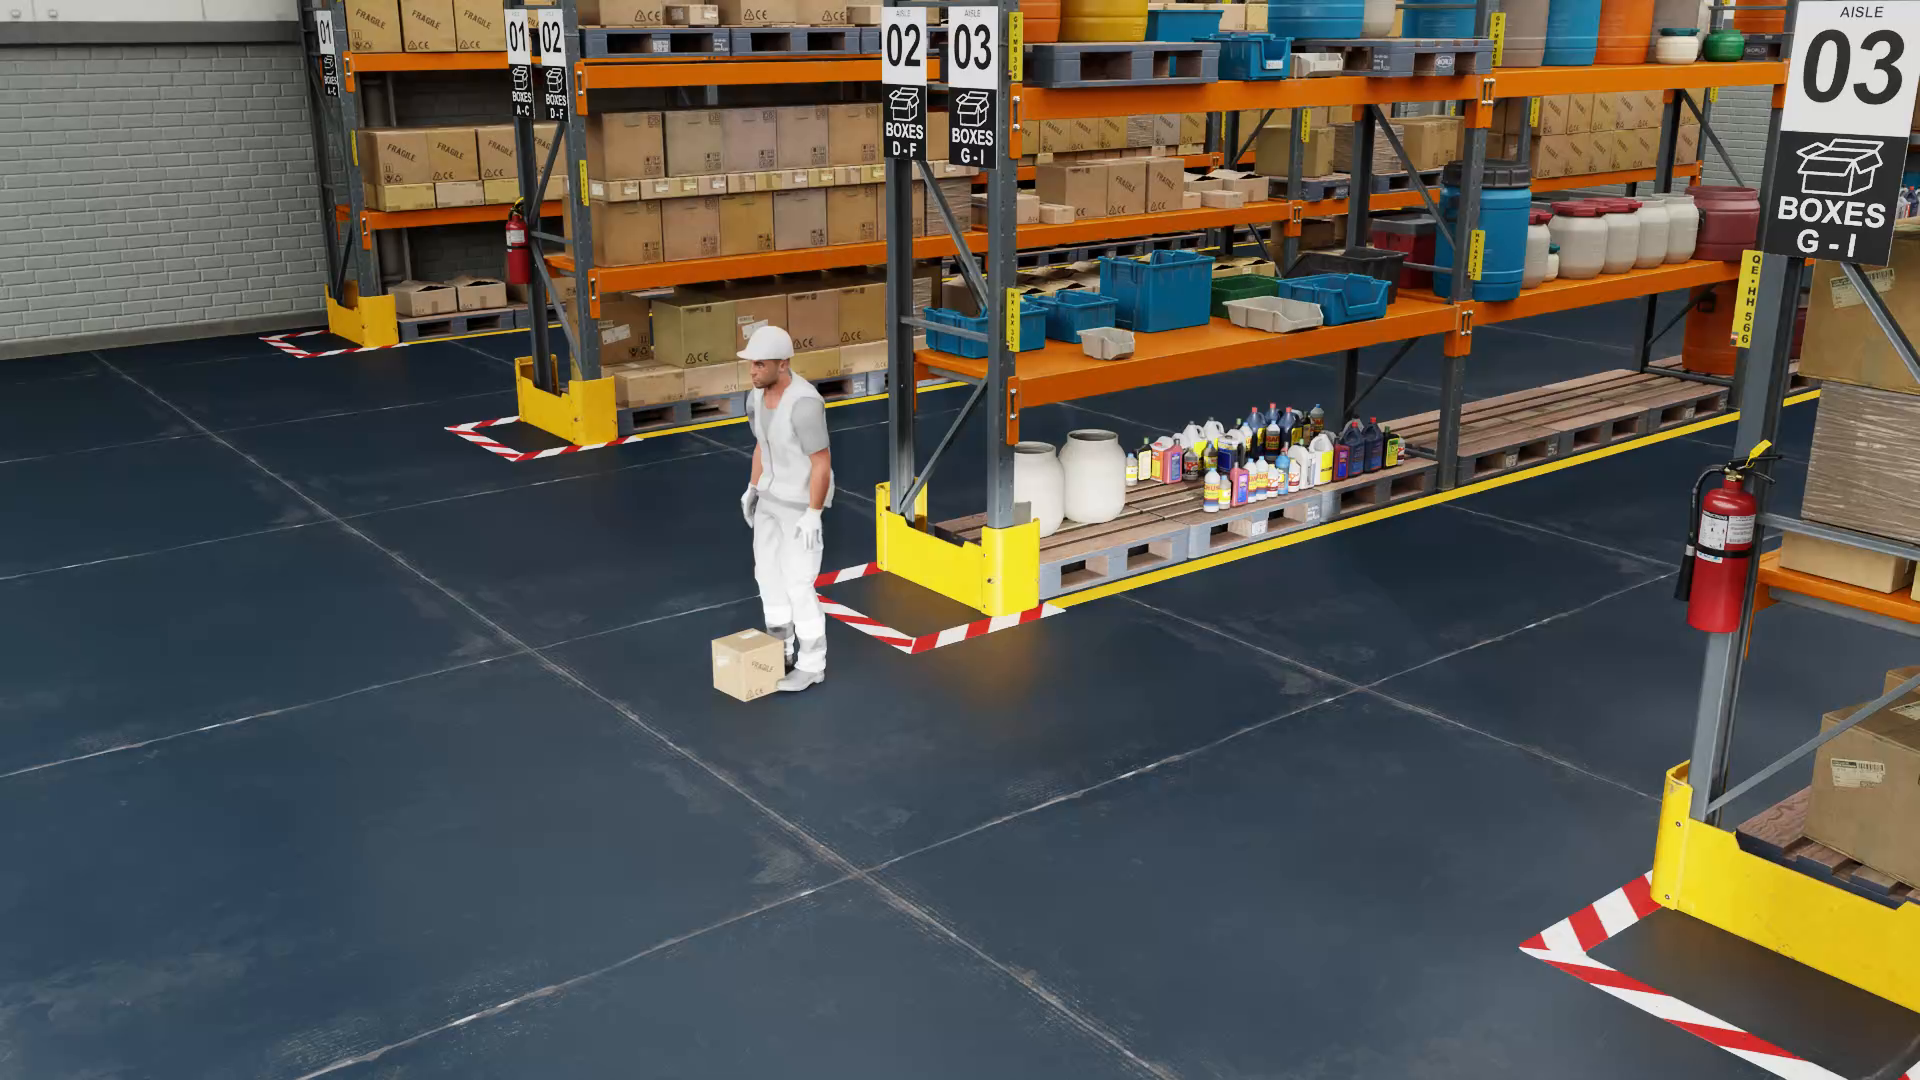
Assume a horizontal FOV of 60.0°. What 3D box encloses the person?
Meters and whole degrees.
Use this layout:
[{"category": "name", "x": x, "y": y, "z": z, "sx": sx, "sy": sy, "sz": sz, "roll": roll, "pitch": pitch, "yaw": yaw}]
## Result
[{"category": "person", "x": -0.853, "y": -0.159, "z": 8.030, "sx": 0.455, "sy": 1.779, "sz": 0.611, "roll": -14, "pitch": 22, "yaw": -37}]
